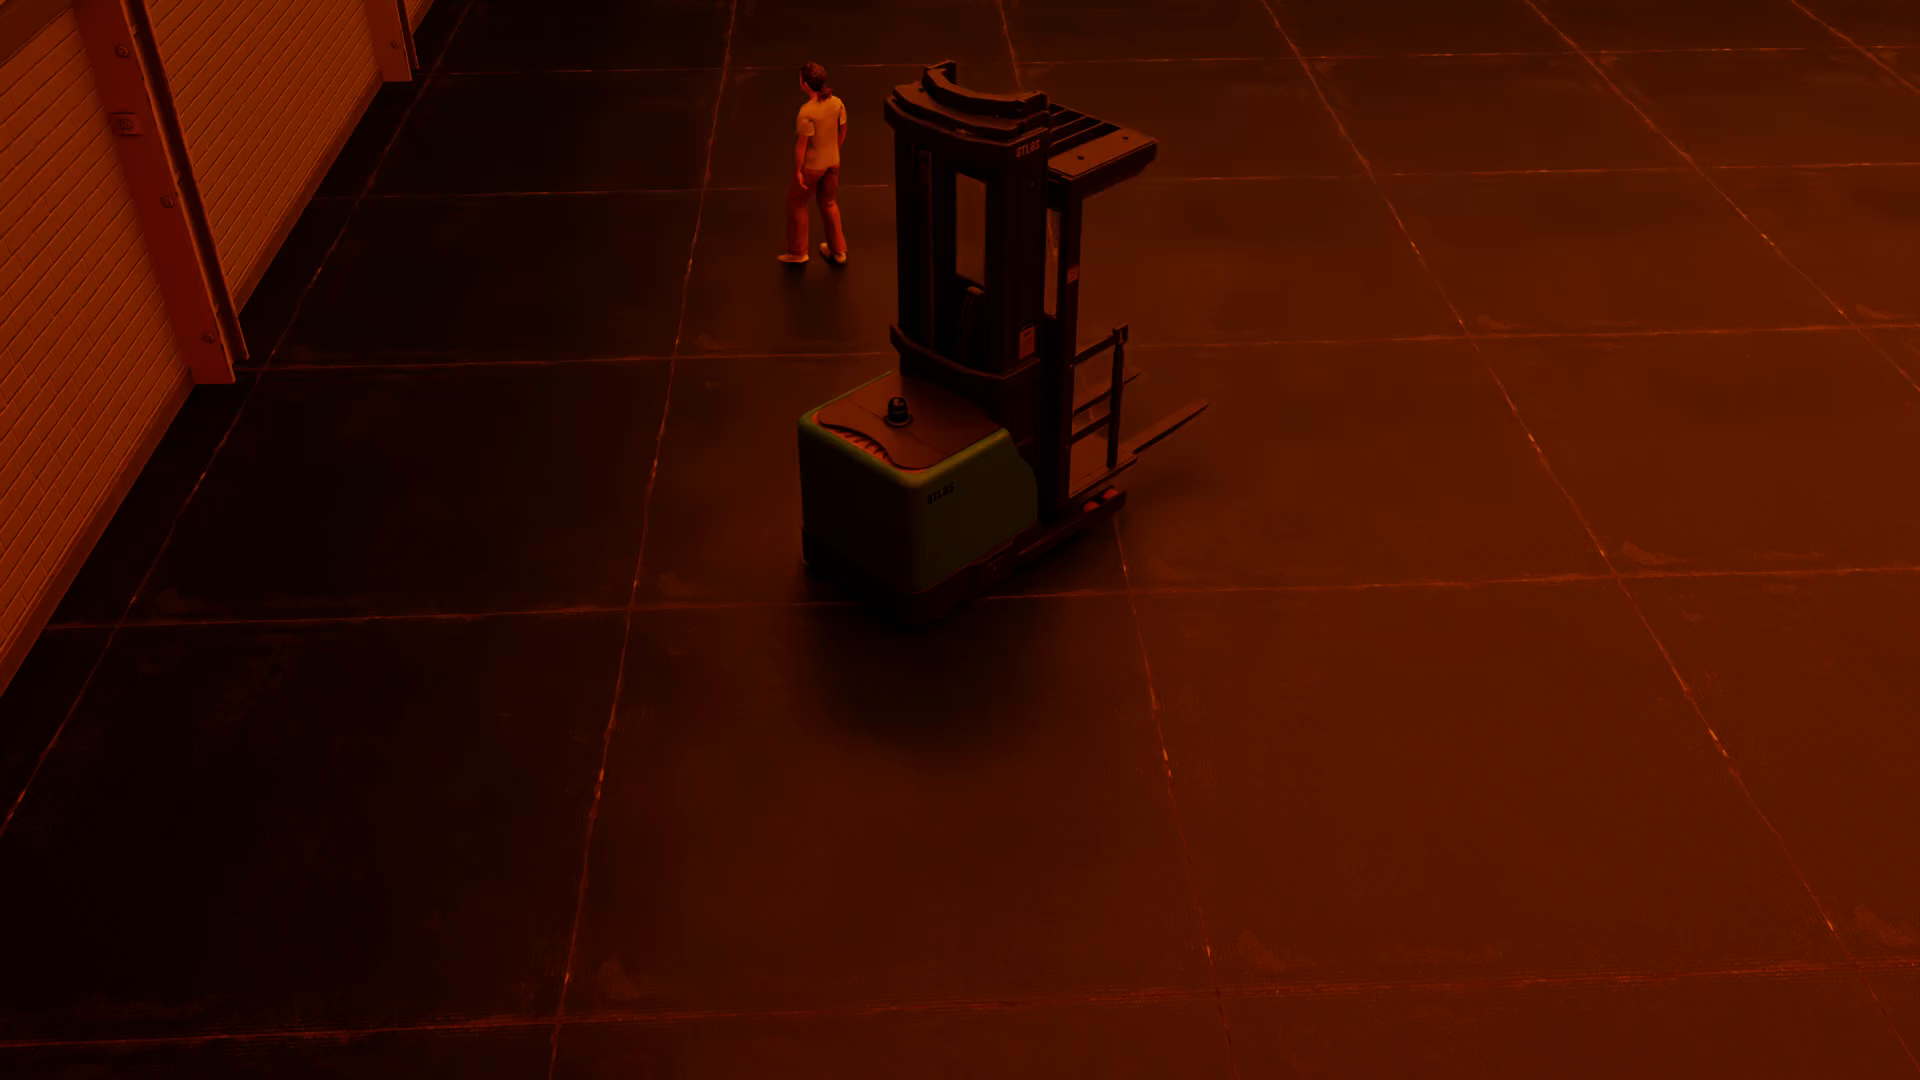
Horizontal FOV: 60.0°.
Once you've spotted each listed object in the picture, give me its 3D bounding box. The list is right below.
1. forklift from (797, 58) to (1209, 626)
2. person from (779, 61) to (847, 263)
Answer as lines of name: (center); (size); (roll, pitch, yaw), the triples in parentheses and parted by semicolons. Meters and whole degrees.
forklift: (0.421, -1.454, 10.007); (1.130, 2.935, 3.031); (30, 45, 34)
person: (-1.172, -2.984, 13.226); (0.546, 1.702, 0.506); (-30, 46, -35)
